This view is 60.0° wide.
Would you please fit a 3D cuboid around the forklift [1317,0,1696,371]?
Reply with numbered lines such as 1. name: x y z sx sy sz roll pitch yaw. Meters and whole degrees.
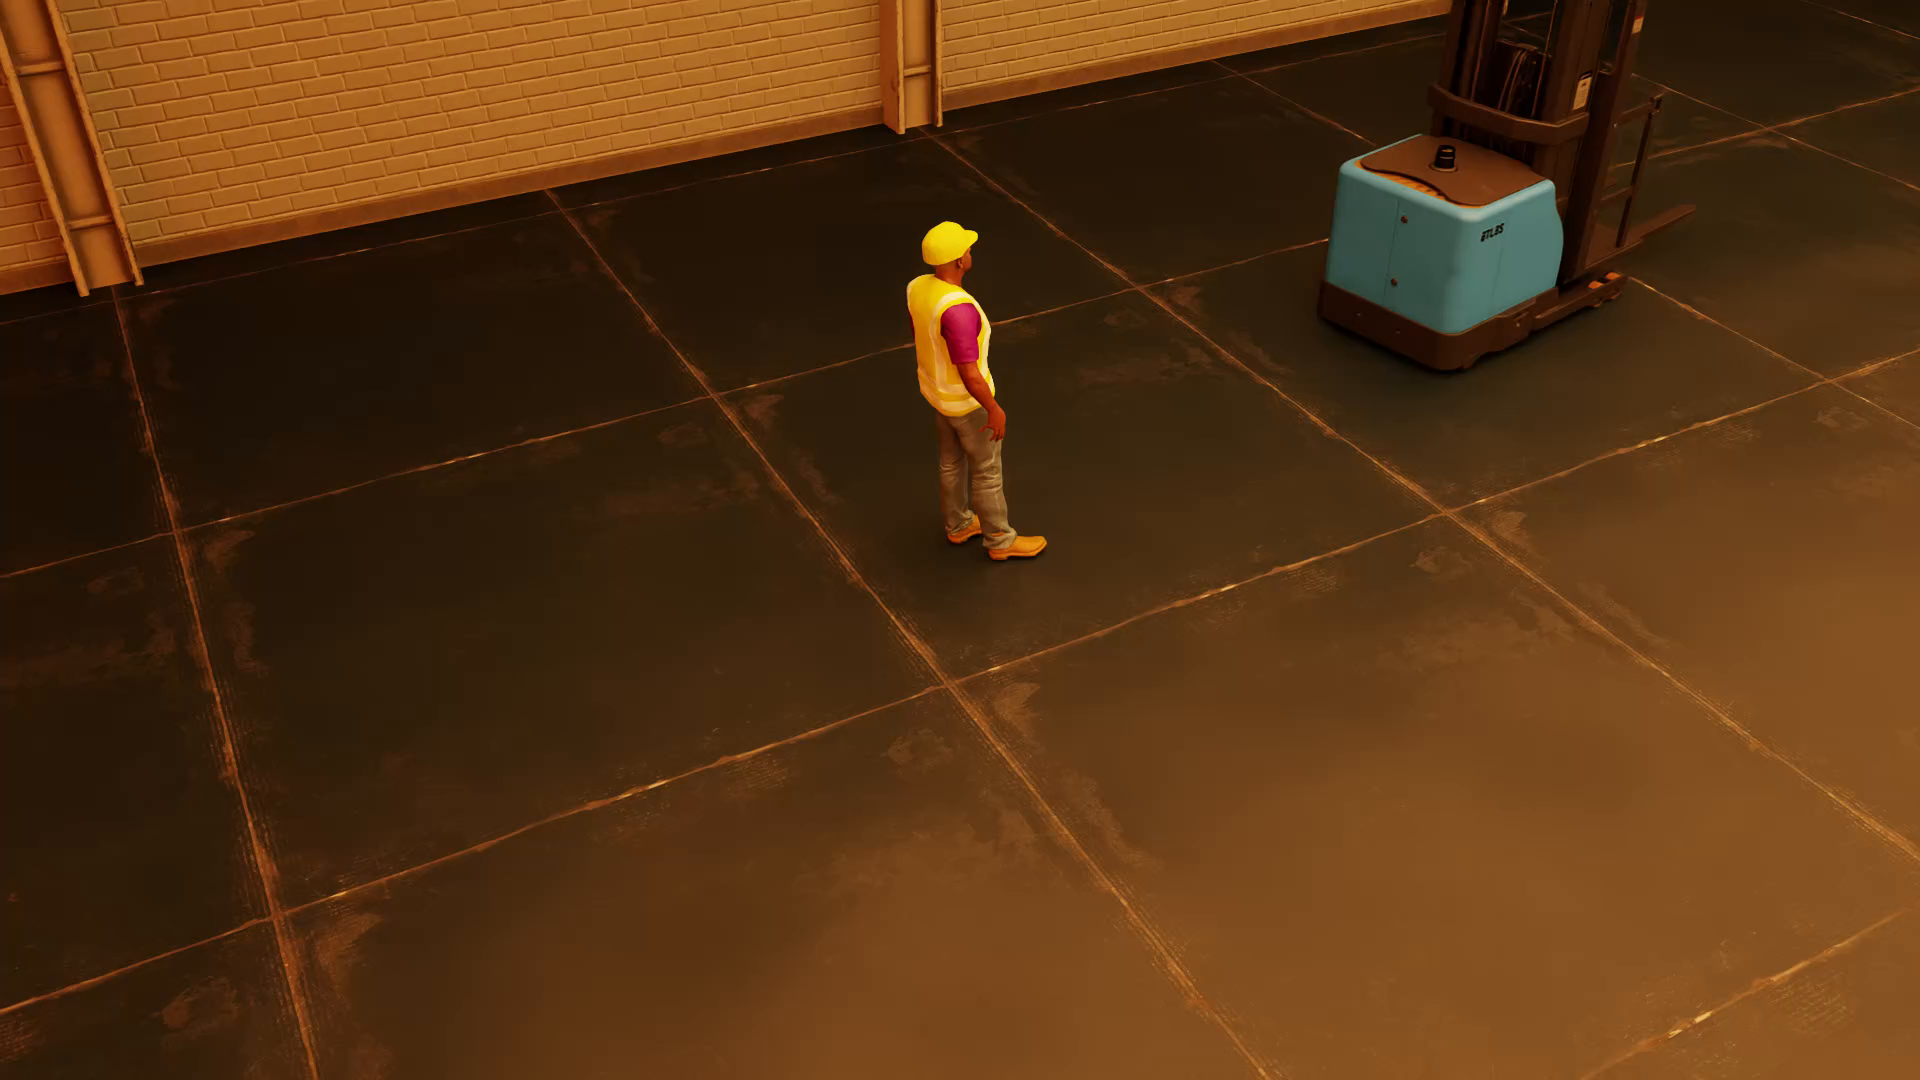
1. forklift: 3.733 -2.918 10.251 3.031 2.935 1.130 -25 43 -31

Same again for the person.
1. person: 0.064 -0.743 8.170 0.577 1.765 0.665 -17 39 -23
